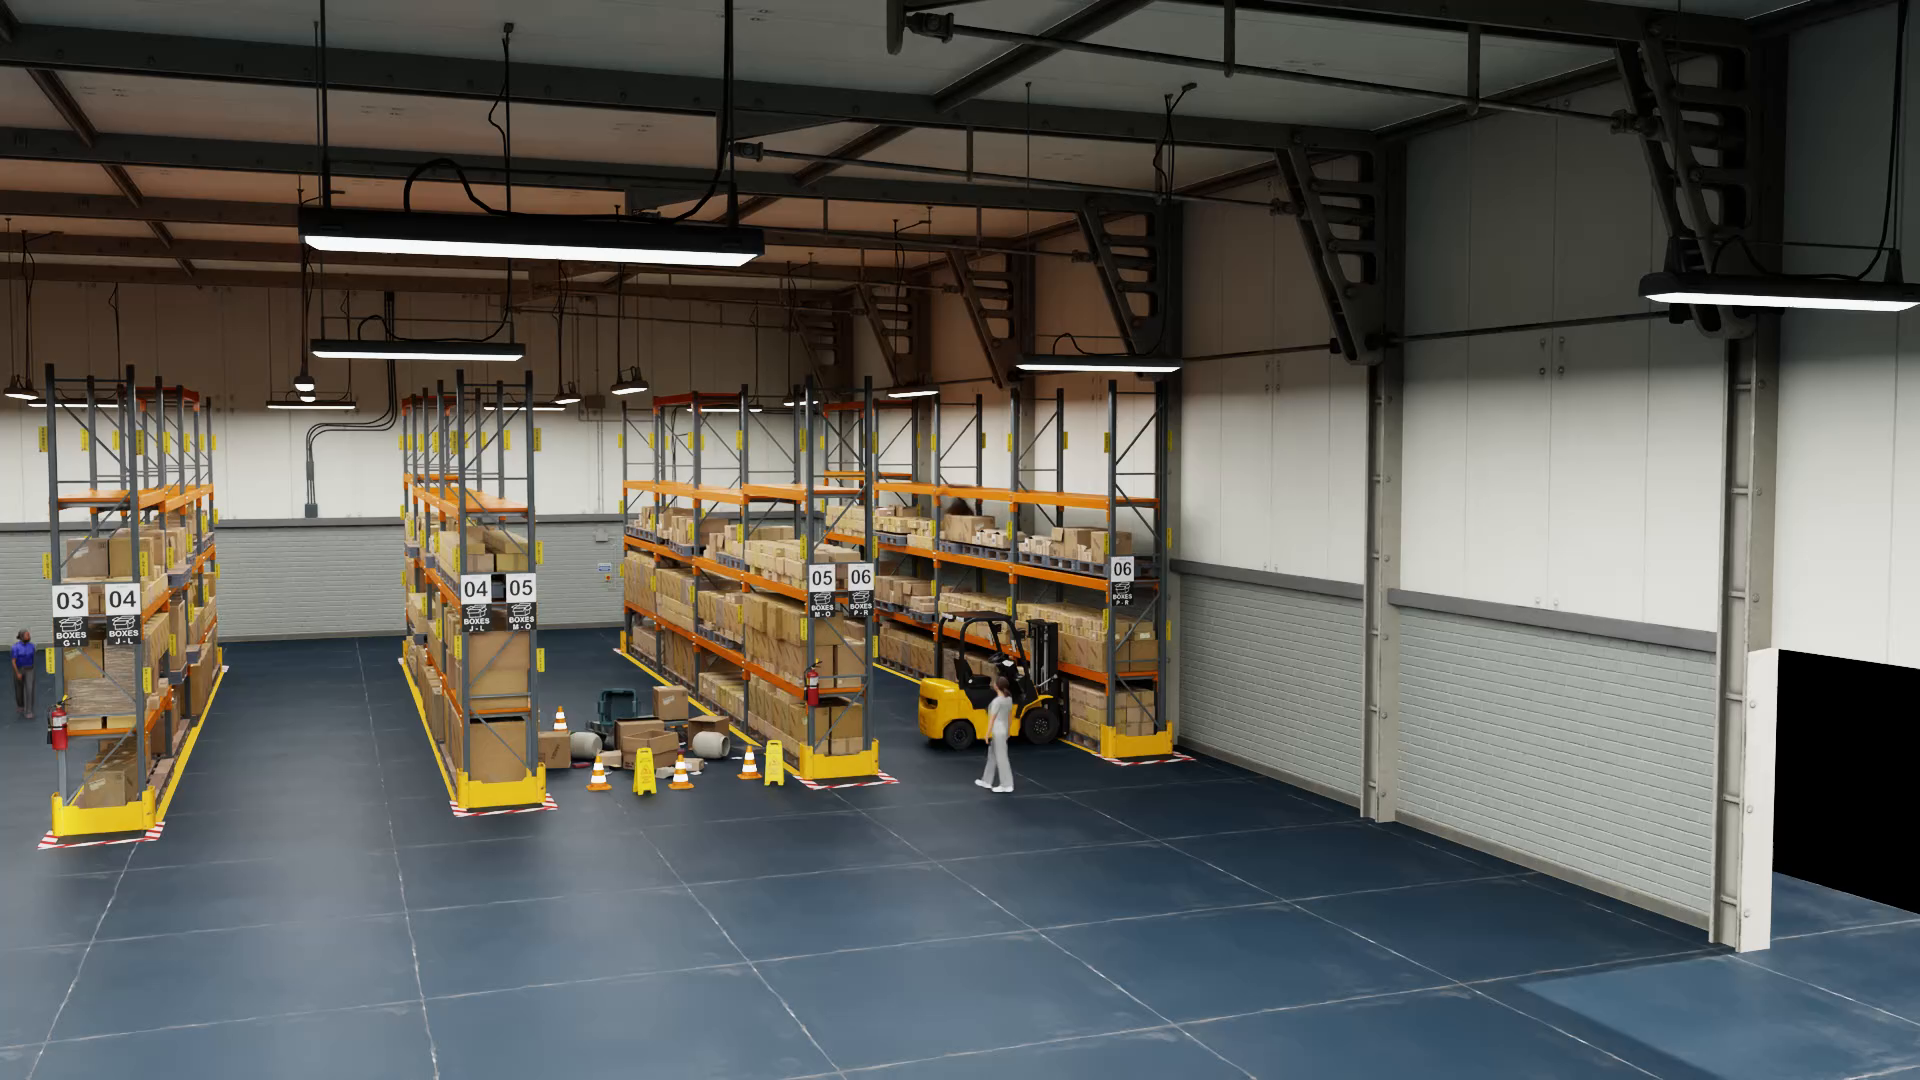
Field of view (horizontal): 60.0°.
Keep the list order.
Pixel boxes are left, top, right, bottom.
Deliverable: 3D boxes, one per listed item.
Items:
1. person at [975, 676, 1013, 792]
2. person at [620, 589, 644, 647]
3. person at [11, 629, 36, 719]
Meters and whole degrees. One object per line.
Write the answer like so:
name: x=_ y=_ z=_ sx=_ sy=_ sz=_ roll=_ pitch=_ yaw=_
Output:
person: x=0.475 y=2.778 z=23.894 sx=0.621 sy=1.664 sz=0.509 roll=1 pitch=3 yaw=13
person: x=-8.046 y=1.756 z=40.824 sx=0.560 sy=1.731 sz=0.422 roll=0 pitch=3 yaw=0
person: x=-17.056 y=2.425 z=30.303 sx=0.391 sy=1.602 sz=0.939 roll=-2 pitch=4 yaw=-27
